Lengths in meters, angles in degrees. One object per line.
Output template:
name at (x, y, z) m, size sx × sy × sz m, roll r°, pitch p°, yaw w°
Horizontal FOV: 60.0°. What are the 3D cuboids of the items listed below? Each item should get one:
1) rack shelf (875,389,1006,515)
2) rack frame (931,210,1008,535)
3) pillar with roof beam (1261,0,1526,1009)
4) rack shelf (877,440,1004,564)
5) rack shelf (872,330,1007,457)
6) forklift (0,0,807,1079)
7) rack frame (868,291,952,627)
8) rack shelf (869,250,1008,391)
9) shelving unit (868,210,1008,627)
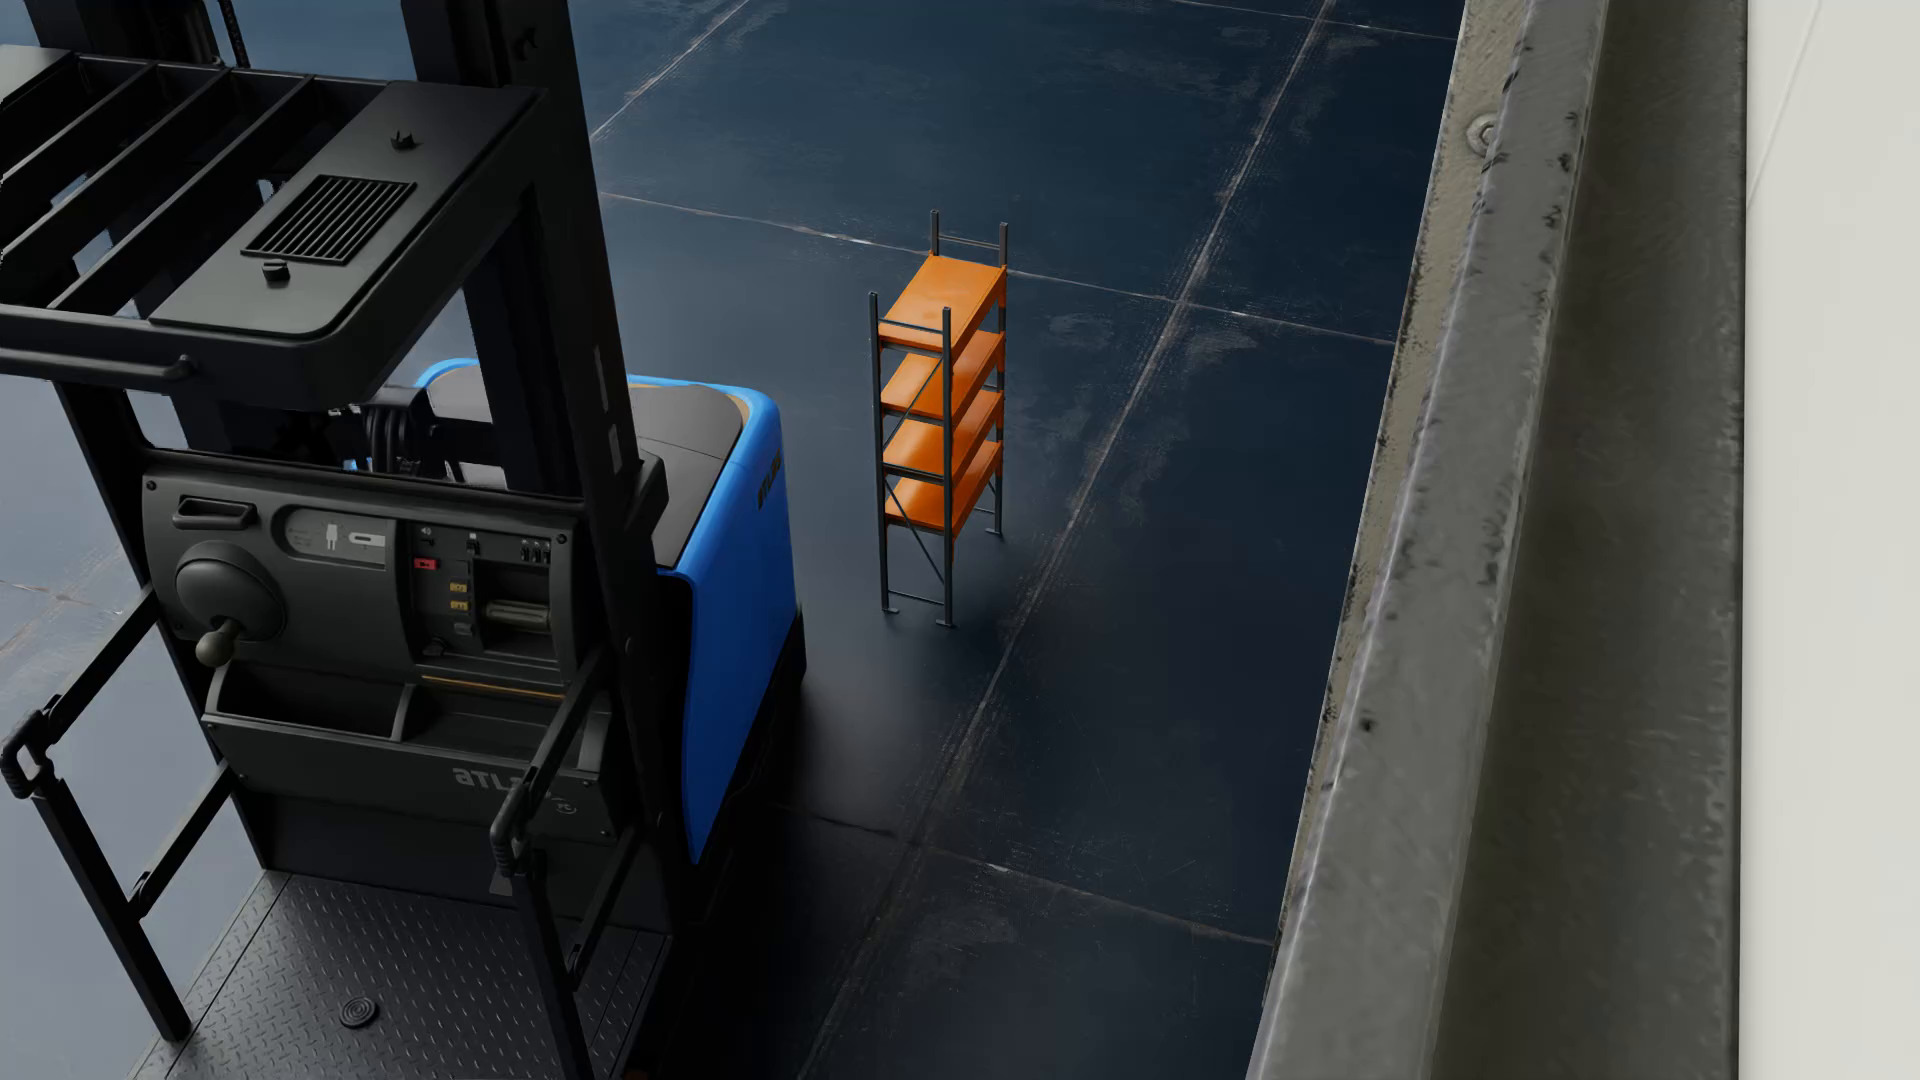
rack shelf at (-0.057, -0.304, 5.214) m, size 0.258 × 0.148 × 0.480 m, roll 13°, pitch 42°, yaw 15°
rack frame at (0.027, -0.504, 5.345) m, size 0.240 × 1.200 × 0.015 m, roll 13°, pitch 42°, yaw 15°
pillar with roof beam at (-3.061, -3.262, 2.568) m, size 9.100 × 9.000 × 0.400 m, roll 13°, pitch 42°, yaw 15°
rack shelf at (-0.057, -0.153, 5.343) m, size 0.258 × 0.148 × 0.480 m, roll 13°, pitch 42°, yaw 15°
rack shelf at (-0.057, -0.474, 5.069) m, size 0.258 × 0.148 × 0.480 m, roll 13°, pitch 42°, yaw 15°
forklift at (-1.257, 0.175, 3.215) m, size 1.130 × 2.935 × 3.031 m, roll 7°, pitch 41°, yaw 8°
rack frame at (-0.140, -0.207, 4.996) m, size 0.240 × 1.200 × 0.015 m, roll 13°, pitch 42°, yaw 15°
rack shelf at (-0.057, -0.654, 4.915) m, size 0.258 × 0.148 × 0.480 m, roll 13°, pitch 42°, yaw 15°
shelving unit at (-0.057, -0.355, 5.170) m, size 0.258 × 1.200 × 0.503 m, roll 13°, pitch 42°, yaw 15°
